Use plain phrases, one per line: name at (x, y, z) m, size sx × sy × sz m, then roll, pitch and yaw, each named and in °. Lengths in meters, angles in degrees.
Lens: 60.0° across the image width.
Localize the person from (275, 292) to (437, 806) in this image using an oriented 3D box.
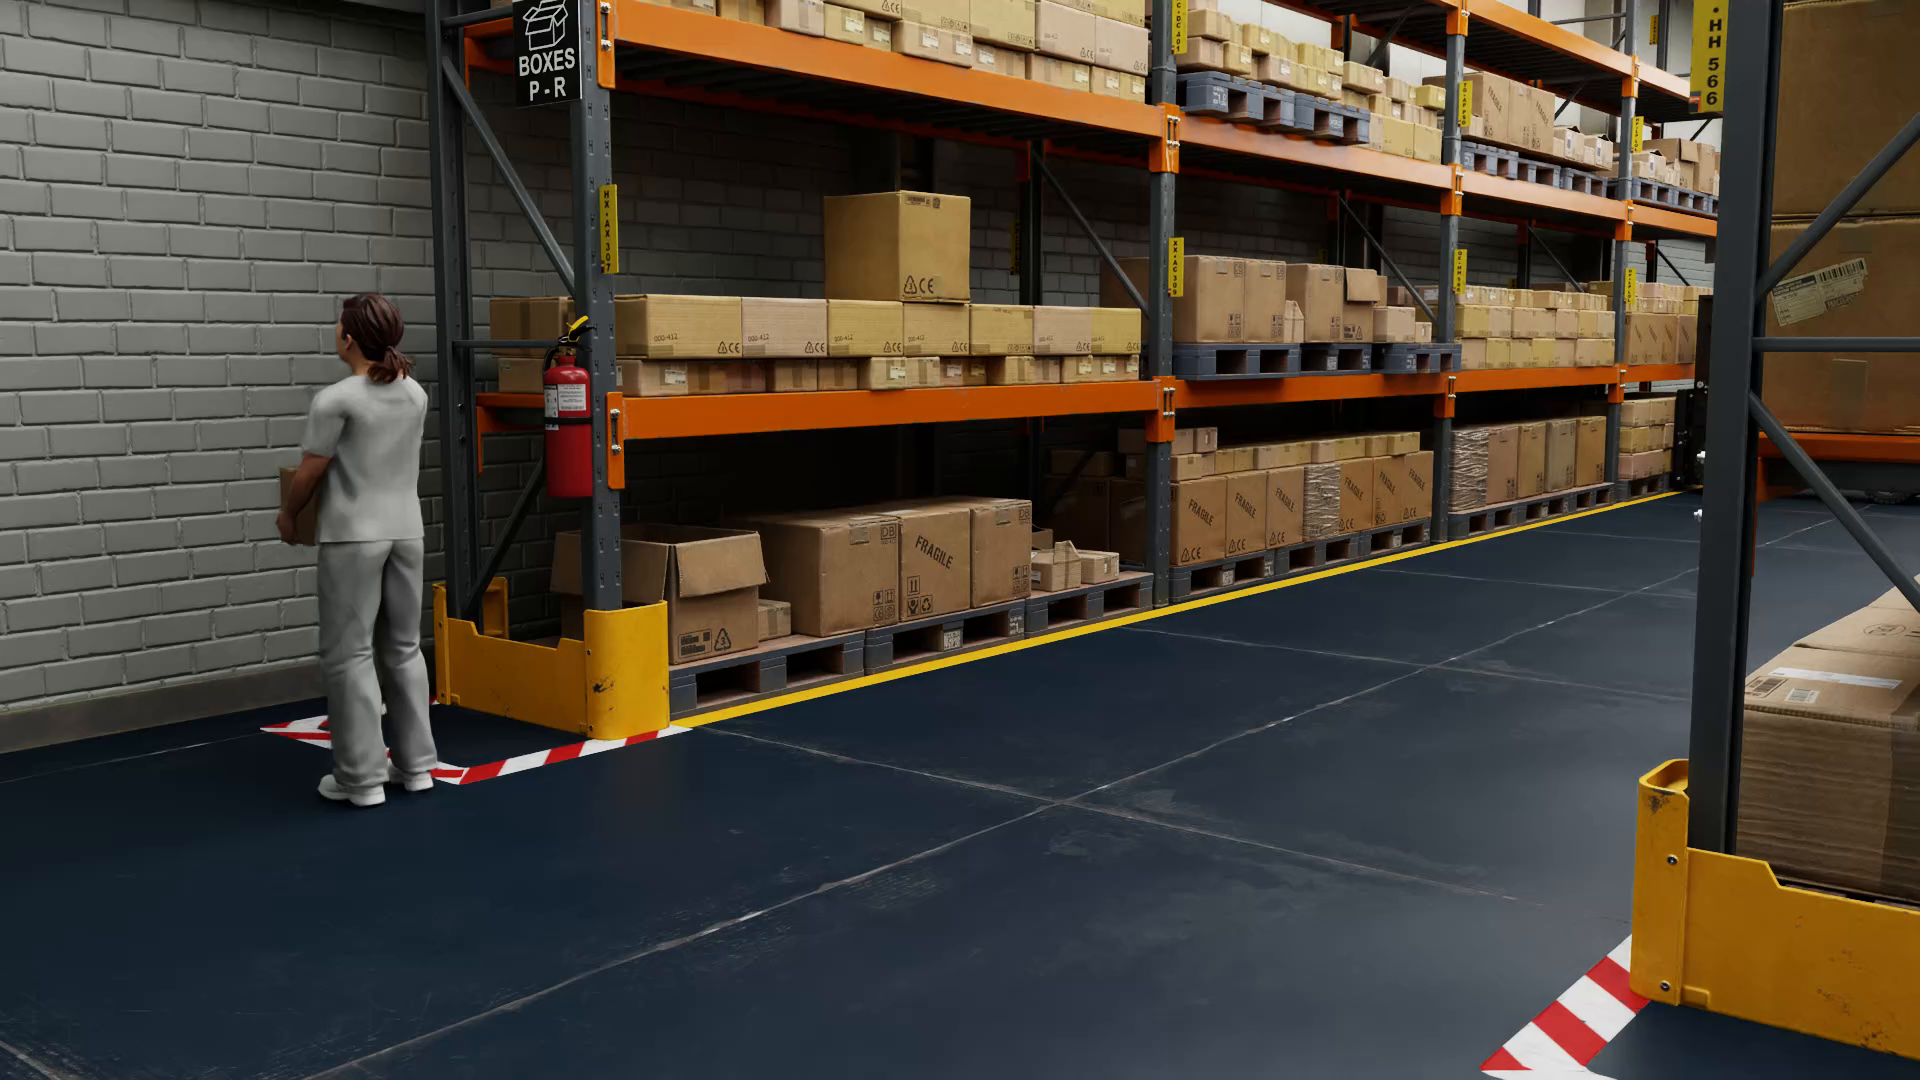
person at (-1.991, 0.029, 5.500) m, size 0.540 × 1.673 × 0.458 m, roll 5°, pitch 8°, yaw 34°
